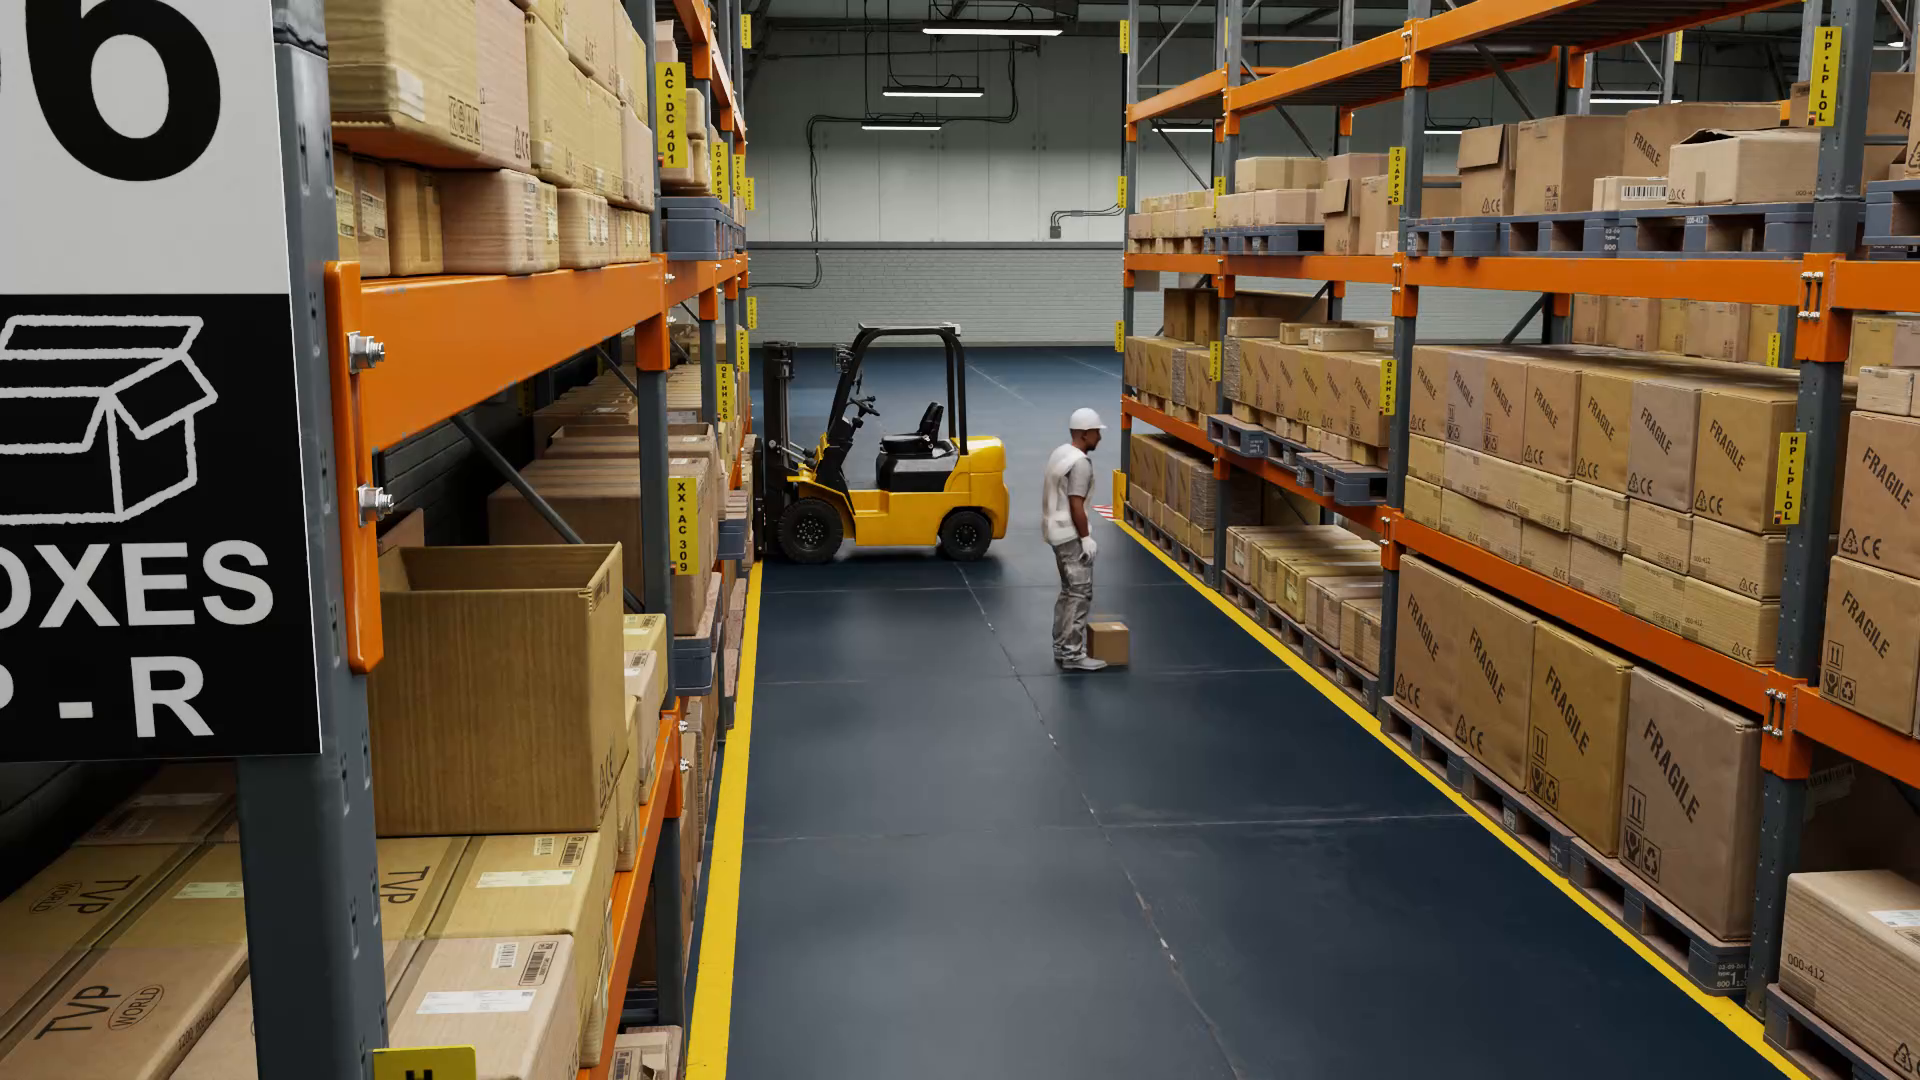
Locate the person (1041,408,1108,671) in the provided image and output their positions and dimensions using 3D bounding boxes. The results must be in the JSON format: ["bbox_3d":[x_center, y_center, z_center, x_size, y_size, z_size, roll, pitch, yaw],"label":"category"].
[{"bbox_3d":[0.796,-0.017,11.465,0.446,1.774,0.604,-1,10,-8],"label":"person"}]
